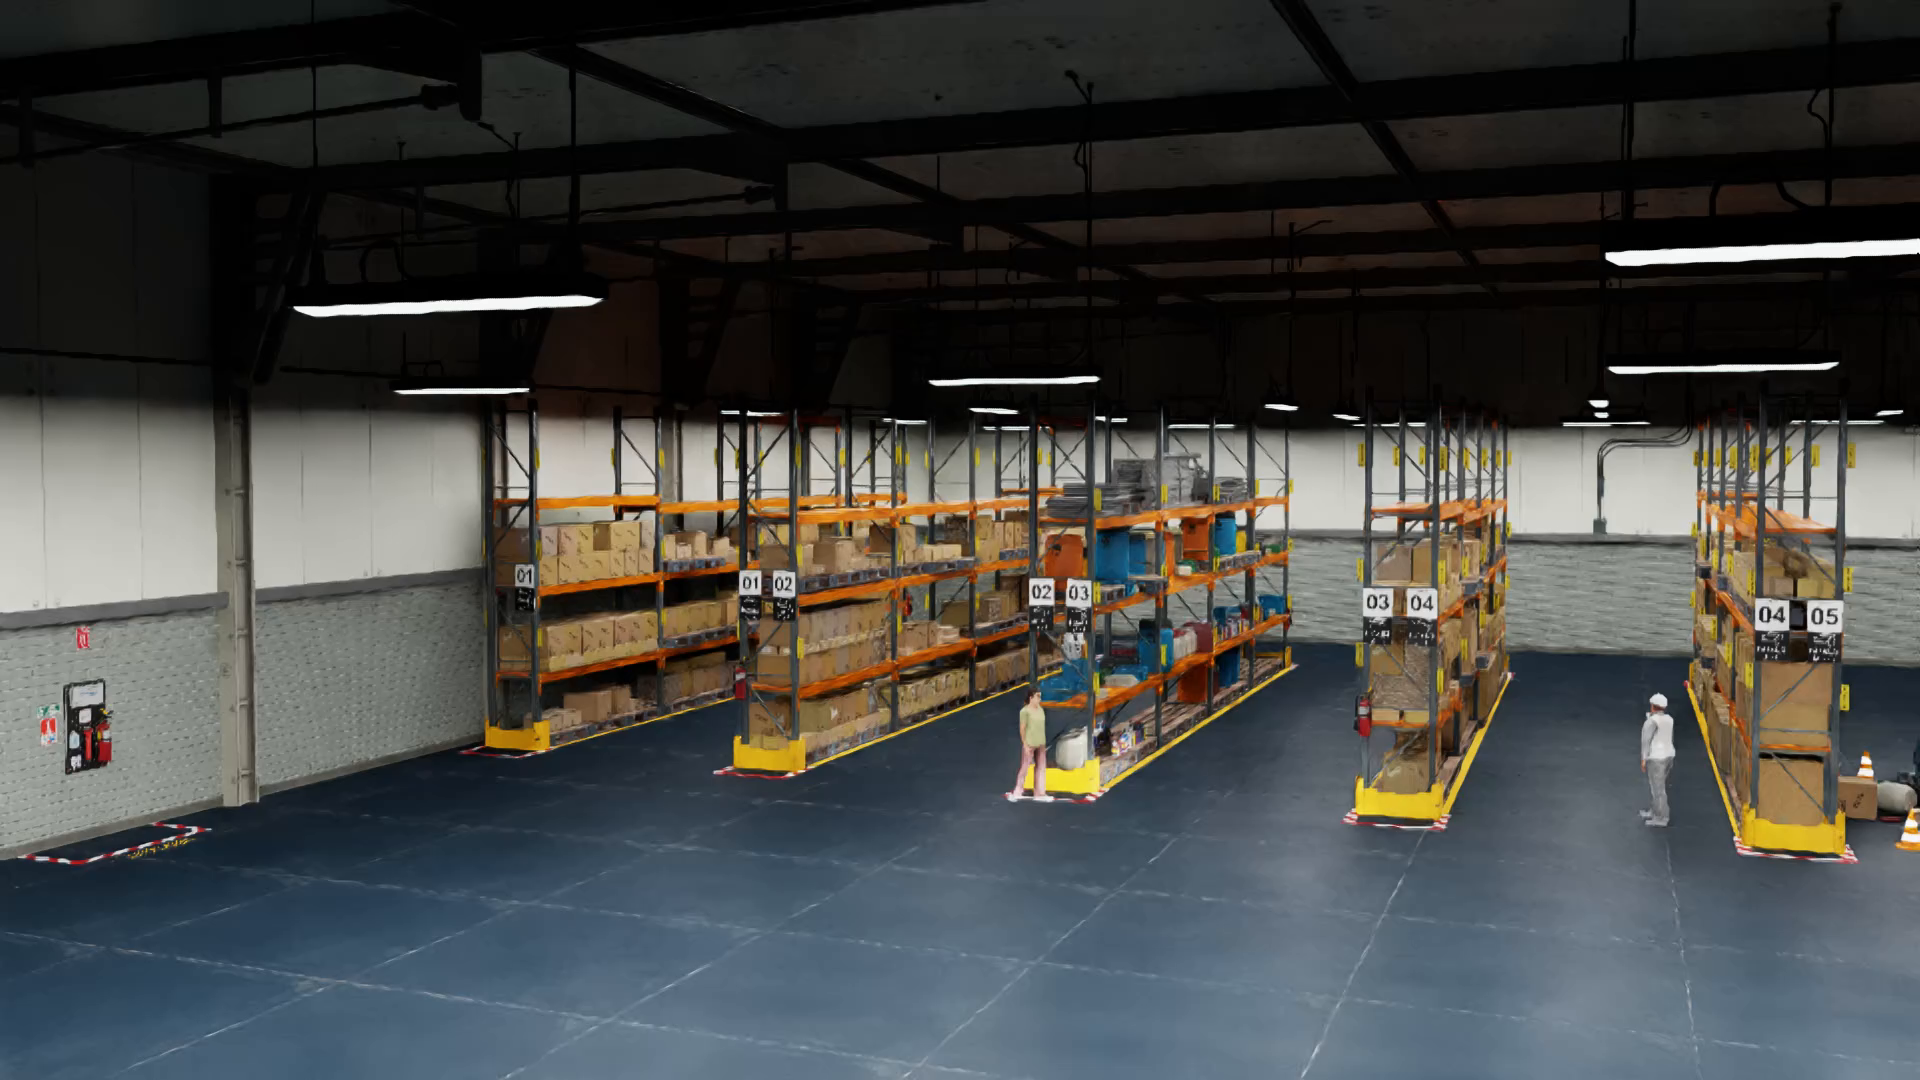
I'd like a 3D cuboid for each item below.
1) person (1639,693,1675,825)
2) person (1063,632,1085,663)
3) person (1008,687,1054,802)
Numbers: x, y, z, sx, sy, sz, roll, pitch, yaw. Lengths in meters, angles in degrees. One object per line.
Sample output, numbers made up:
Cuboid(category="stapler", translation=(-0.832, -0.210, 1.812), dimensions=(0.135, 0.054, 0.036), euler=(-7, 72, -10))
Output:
Cuboid(category="person", translation=(9.530, 2.976, 22.782), dimensions=(0.626, 1.768, 0.576), euler=(-2, 4, -37))
Cuboid(category="person", translation=(2.406, 2.468, 35.016), dimensions=(0.484, 1.606, 0.991), euler=(1, 3, 20))
Cuboid(category="person", translation=(1.002, 2.983, 24.173), dimensions=(0.648, 1.652, 0.418), euler=(-2, 3, -35))
